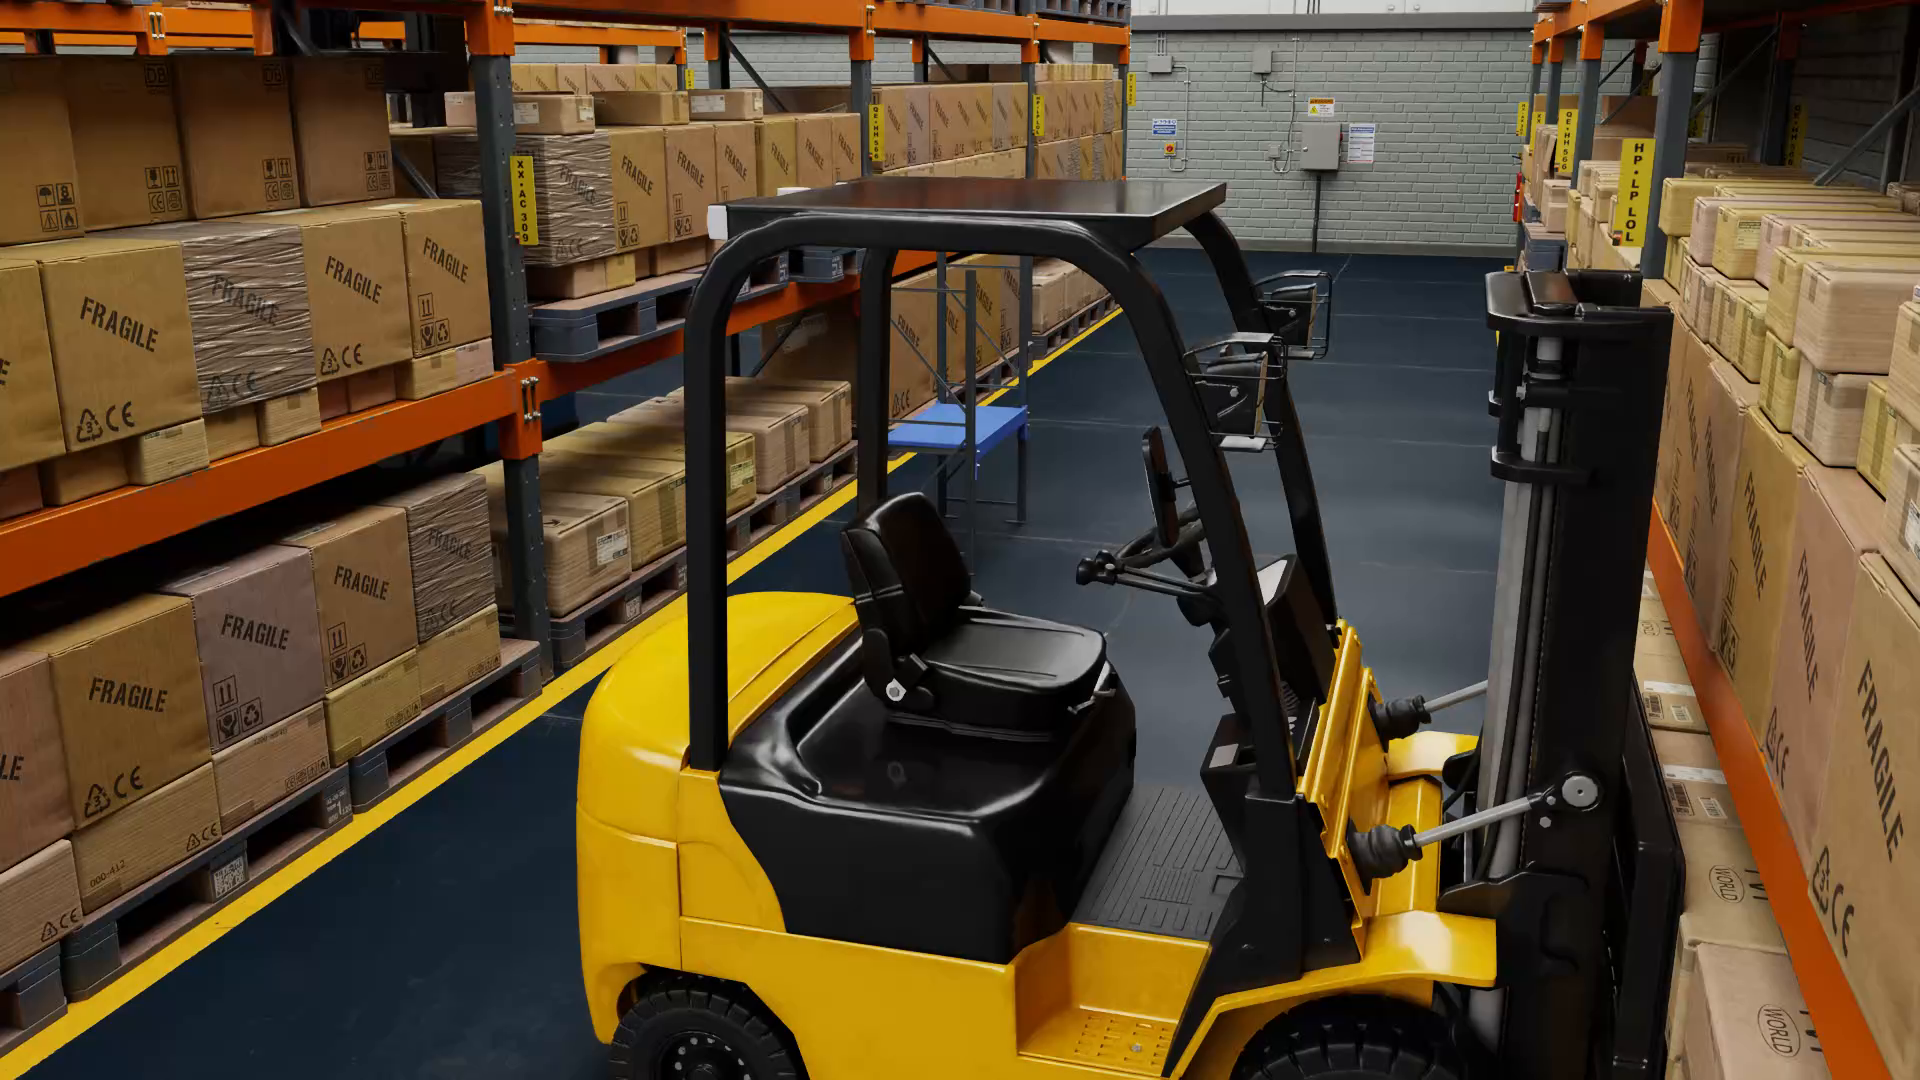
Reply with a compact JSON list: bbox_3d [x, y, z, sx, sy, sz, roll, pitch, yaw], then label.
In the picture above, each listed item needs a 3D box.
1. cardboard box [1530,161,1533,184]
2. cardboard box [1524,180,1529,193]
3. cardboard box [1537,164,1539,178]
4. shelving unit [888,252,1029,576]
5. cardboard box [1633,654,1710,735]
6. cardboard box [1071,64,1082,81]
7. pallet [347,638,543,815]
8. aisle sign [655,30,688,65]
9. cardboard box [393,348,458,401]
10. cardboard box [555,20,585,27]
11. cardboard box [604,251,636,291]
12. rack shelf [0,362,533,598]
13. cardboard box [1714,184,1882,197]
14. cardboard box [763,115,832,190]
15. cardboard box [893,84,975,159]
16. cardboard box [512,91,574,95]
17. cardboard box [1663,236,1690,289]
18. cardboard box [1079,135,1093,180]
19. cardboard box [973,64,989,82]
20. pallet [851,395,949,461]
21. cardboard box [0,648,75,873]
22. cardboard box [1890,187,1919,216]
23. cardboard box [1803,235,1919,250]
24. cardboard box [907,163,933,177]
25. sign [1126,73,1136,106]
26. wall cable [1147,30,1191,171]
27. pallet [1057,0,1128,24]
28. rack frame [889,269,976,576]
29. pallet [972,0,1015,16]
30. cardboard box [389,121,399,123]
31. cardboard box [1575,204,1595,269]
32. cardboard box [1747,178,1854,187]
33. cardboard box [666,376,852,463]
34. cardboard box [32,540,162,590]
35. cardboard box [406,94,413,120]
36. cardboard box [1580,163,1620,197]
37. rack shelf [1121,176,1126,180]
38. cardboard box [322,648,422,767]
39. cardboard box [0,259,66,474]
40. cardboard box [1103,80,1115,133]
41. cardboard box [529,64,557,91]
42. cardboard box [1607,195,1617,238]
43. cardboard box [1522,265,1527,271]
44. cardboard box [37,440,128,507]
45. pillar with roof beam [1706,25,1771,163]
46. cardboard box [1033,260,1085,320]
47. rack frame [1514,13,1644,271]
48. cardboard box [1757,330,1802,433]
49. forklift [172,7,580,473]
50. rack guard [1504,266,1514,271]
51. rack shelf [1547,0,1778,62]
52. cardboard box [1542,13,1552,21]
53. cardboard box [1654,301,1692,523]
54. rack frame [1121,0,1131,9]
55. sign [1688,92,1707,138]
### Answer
[{"bbox_3d":[5.069,-3.088,13.949,0.500,0.250,0.500,5,16,15],"label":"cardboard box"},{"bbox_3d":[5.242,-3.131,14.831,0.380,0.149,0.250,4,16,14],"label":"cardboard box"},{"bbox_3d":[4.113,-2.407,11.295,0.396,0.266,0.258,5,17,19],"label":"cardboard box"},{"bbox_3d":[-0.024,-0.699,8.546,0.538,1.500,1.048,5,16,16],"label":"shelving unit"},{"bbox_3d":[1.879,0.496,4.022,0.500,0.250,0.500,5,17,18],"label":"cardboard box"},{"bbox_3d":[0.905,-4.288,15.246,0.380,0.149,0.250,5,16,16],"label":"cardboard box"},{"bbox_3d":[-2.315,0.626,6.236,1.003,0.211,1.213,5,16,16],"label":"pallet"},{"bbox_3d":[-3.214,-5.638,18.444,0.394,0.787,0.004,5,16,16],"label":"aisle sign"},{"bbox_3d":[-2.021,-0.600,5.908,0.380,0.149,0.250,5,17,17],"label":"cardboard box"},{"bbox_3d":[-3.974,-5.083,16.030,0.500,0.250,0.500,5,17,18],"label":"cardboard box"},{"bbox_3d":[-1.618,-1.160,7.113,0.380,0.149,0.250,5,17,17],"label":"cardboard box"},{"bbox_3d":[-2.726,-0.025,4.739,1.077,0.370,4.000,5,16,16],"label":"rack shelf"},{"bbox_3d":[2.257,-0.876,4.505,0.380,0.149,0.250,5,17,17],"label":"cardboard box"},{"bbox_3d":[-1.020,-2.057,9.088,0.500,0.500,0.500,4,16,15],"label":"cardboard box"},{"bbox_3d":[-0.206,-2.976,11.810,0.500,0.500,0.500,5,17,17],"label":"cardboard box"},{"bbox_3d":[-2.004,-1.993,7.671,0.380,0.149,0.250,4,16,13],"label":"cardboard box"},{"bbox_3d":[2.260,-0.807,4.807,0.380,0.149,0.250,4,16,15],"label":"cardboard box"},{"bbox_3d":[0.941,-3.534,15.607,0.500,0.500,0.500,5,17,18],"label":"cardboard box"},{"bbox_3d":[0.077,-3.994,14.210,0.380,0.149,0.250,5,17,17],"label":"cardboard box"},{"bbox_3d":[-0.725,-0.800,11.262,1.003,0.211,1.213,5,16,16],"label":"pallet"},{"bbox_3d":[-2.649,0.579,4.185,0.500,0.500,0.500,4,16,14],"label":"cardboard box"},{"bbox_3d":[2.690,-0.844,4.392,0.380,0.149,0.250,4,16,14],"label":"cardboard box"},{"bbox_3d":[1.796,-0.479,3.104,0.380,0.149,0.250,5,17,17],"label":"cardboard box"},{"bbox_3d":[-0.492,-2.358,11.003,0.500,0.250,0.500,5,17,17],"label":"cardboard box"},{"bbox_3d":[1.769,-4.659,17.202,0.100,0.325,0.005,5,16,16],"label":"sign"},{"bbox_3d":[2.833,-6.015,22.618,0.585,1.953,0.123,5,16,16],"label":"wall cable"},{"bbox_3d":[1.052,-5.239,16.469,1.003,0.211,1.213,5,16,16],"label":"pallet"},{"bbox_3d":[-0.169,-0.566,8.077,0.500,1.500,0.032,5,16,16],"label":"rack frame"},{"bbox_3d":[-0.097,-4.095,12.622,0.805,0.209,1.217,4,16,14],"label":"pallet"},{"bbox_3d":[-5.212,-3.645,14.782,0.380,0.149,0.250,6,17,19],"label":"cardboard box"},{"bbox_3d":[3.069,-1.362,7.491,0.500,0.250,0.500,4,16,14],"label":"cardboard box"},{"bbox_3d":[3.599,-1.472,7.151,0.380,0.149,0.250,4,16,15],"label":"cardboard box"},{"bbox_3d":[-1.191,-0.732,9.958,0.950,0.372,0.625,3,16,12],"label":"cardboard box"},{"bbox_3d":[-2.874,0.276,5.256,0.500,0.500,0.500,6,17,19],"label":"cardboard box"},{"bbox_3d":[-4.785,-4.161,15.441,0.500,0.500,0.500,4,16,14],"label":"cardboard box"},{"bbox_3d":[3.292,-1.786,8.259,0.380,0.149,0.250,5,17,17],"label":"cardboard box"},{"bbox_3d":[0.684,-3.164,15.807,1.077,0.370,4.000,5,16,16],"label":"rack shelf"},{"bbox_3d":[-2.210,0.542,5.690,0.500,0.250,0.500,4,16,14],"label":"cardboard box"},{"bbox_3d":[-2.606,-0.411,4.051,0.500,0.500,0.500,4,16,15],"label":"cardboard box"},{"bbox_3d":[1.223,-4.279,16.404,0.500,0.500,0.500,5,16,16],"label":"cardboard box"},{"bbox_3d":[-4.164,-4.253,15.765,0.500,0.500,0.500,4,16,14],"label":"cardboard box"},{"bbox_3d":[2.610,-1.185,6.138,0.380,0.149,0.250,4,16,14],"label":"cardboard box"},{"bbox_3d":[5.222,-2.145,14.708,0.500,0.500,0.500,5,17,17],"label":"cardboard box"},{"bbox_3d":[-2.510,-0.204,4.510,0.380,0.149,0.250,4,16,14],"label":"cardboard box"},{"bbox_3d":[1.810,-5.936,13.265,9.100,9.000,0.400,5,16,16],"label":"pillar with roof beam"},{"bbox_3d":[0.651,-2.347,15.532,0.875,0.438,0.875,4,16,14],"label":"cardboard box"},{"bbox_3d":[6.013,-3.650,16.200,1.000,3.000,0.127,5,16,16],"label":"rack frame"},{"bbox_3d":[1.637,-0.274,2.926,0.380,0.149,0.250,5,17,16],"label":"cardboard box"},{"bbox_3d":[-3.308,-1.531,8.857,1.130,2.935,3.031,5,17,17],"label":"forklift"},{"bbox_3d":[5.991,-2.427,16.471,1.175,0.500,0.348,5,16,16],"label":"rack guard"},{"bbox_3d":[4.308,-3.177,10.355,1.077,0.370,4.000,5,16,16],"label":"rack shelf"},{"bbox_3d":[5.104,-4.448,13.976,0.380,0.149,0.250,5,17,17],"label":"cardboard box"},{"bbox_3d":[2.094,-0.325,4.295,0.500,0.500,0.500,5,17,17],"label":"cardboard box"},{"bbox_3d":[1.253,-6.920,16.735,1.000,3.000,0.127,5,16,16],"label":"rack frame"},{"bbox_3d":[5.409,-3.118,12.204,0.100,0.325,0.005,5,16,16],"label":"sign"}]
